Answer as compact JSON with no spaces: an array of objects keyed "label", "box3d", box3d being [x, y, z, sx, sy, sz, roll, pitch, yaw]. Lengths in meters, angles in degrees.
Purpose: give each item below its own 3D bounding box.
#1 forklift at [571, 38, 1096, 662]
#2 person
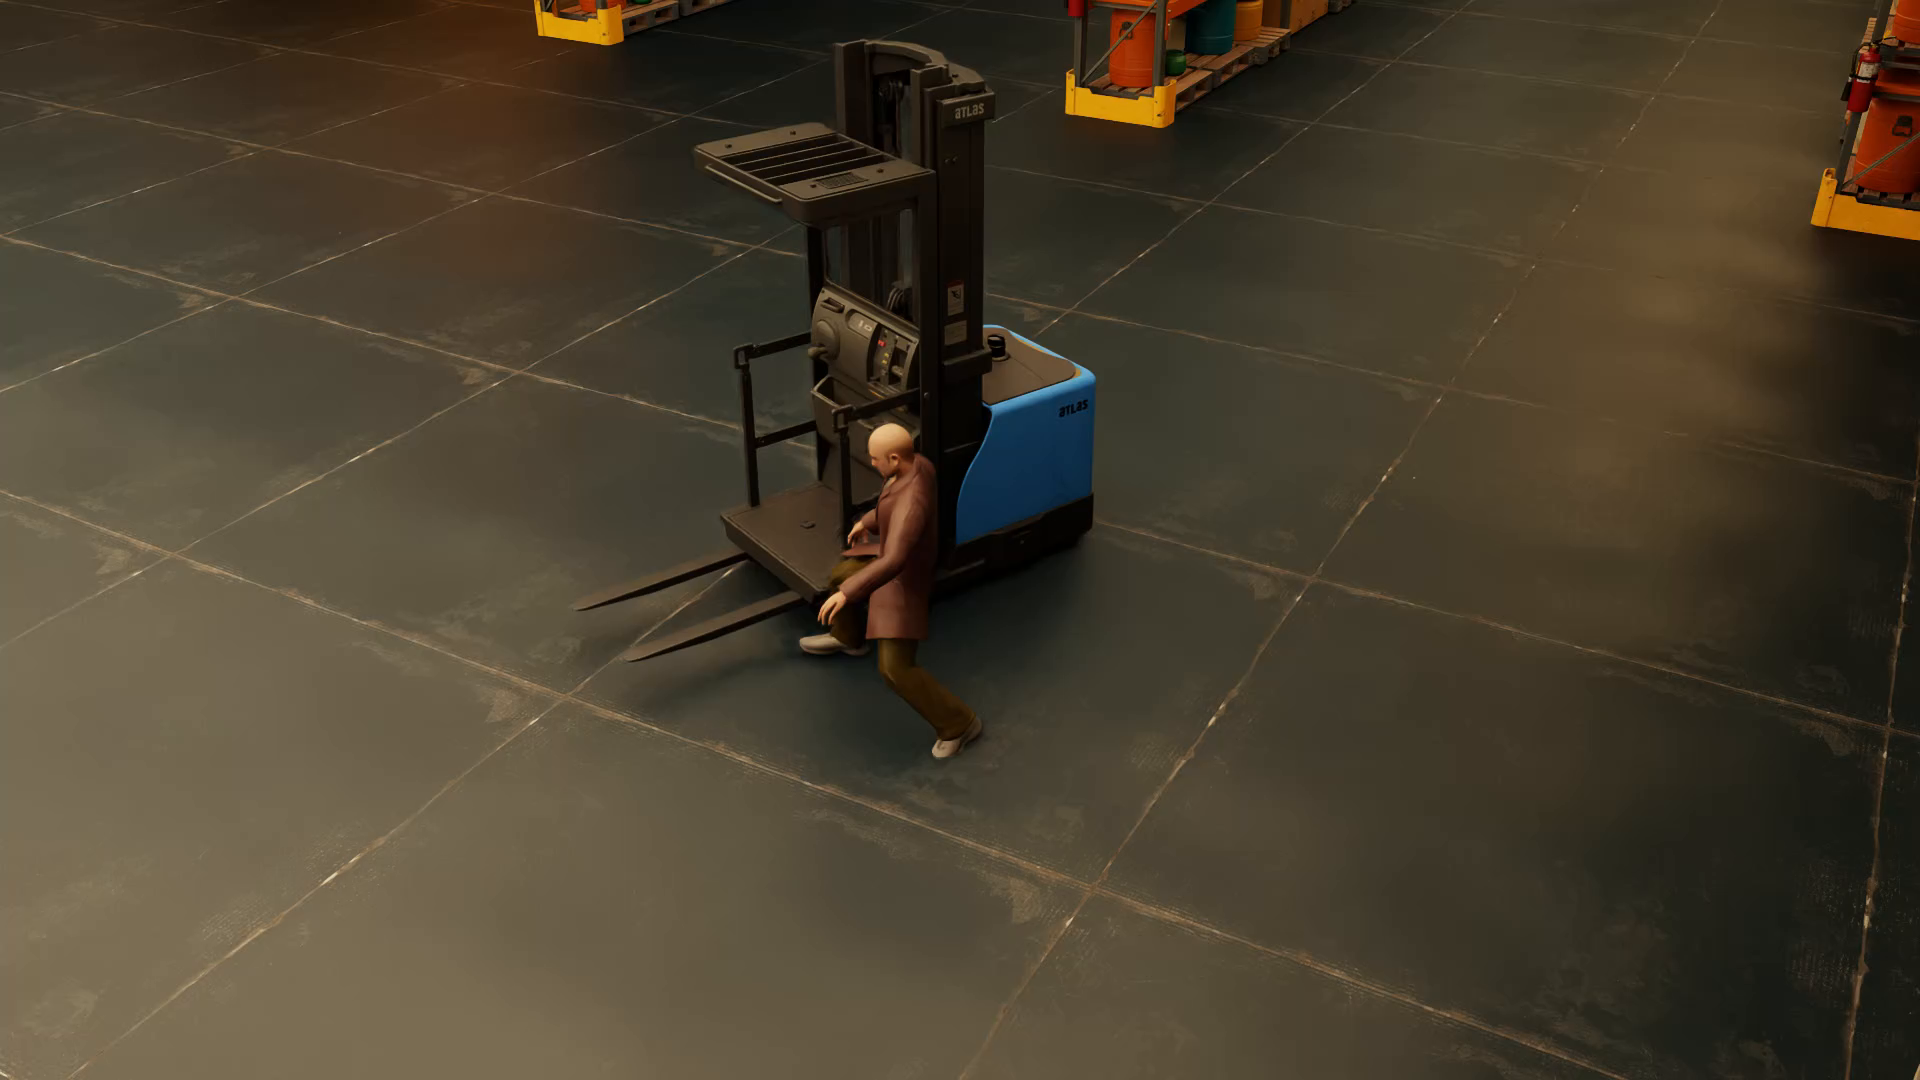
[{"label":"forklift","box3d":[-0.686,-1.043,8.877,3.031,2.935,1.130,-21,36,-31]},{"label":"person","box3d":[-0.378,0.187,8.164,0.987,1.652,1.035,1,30,1]}]
